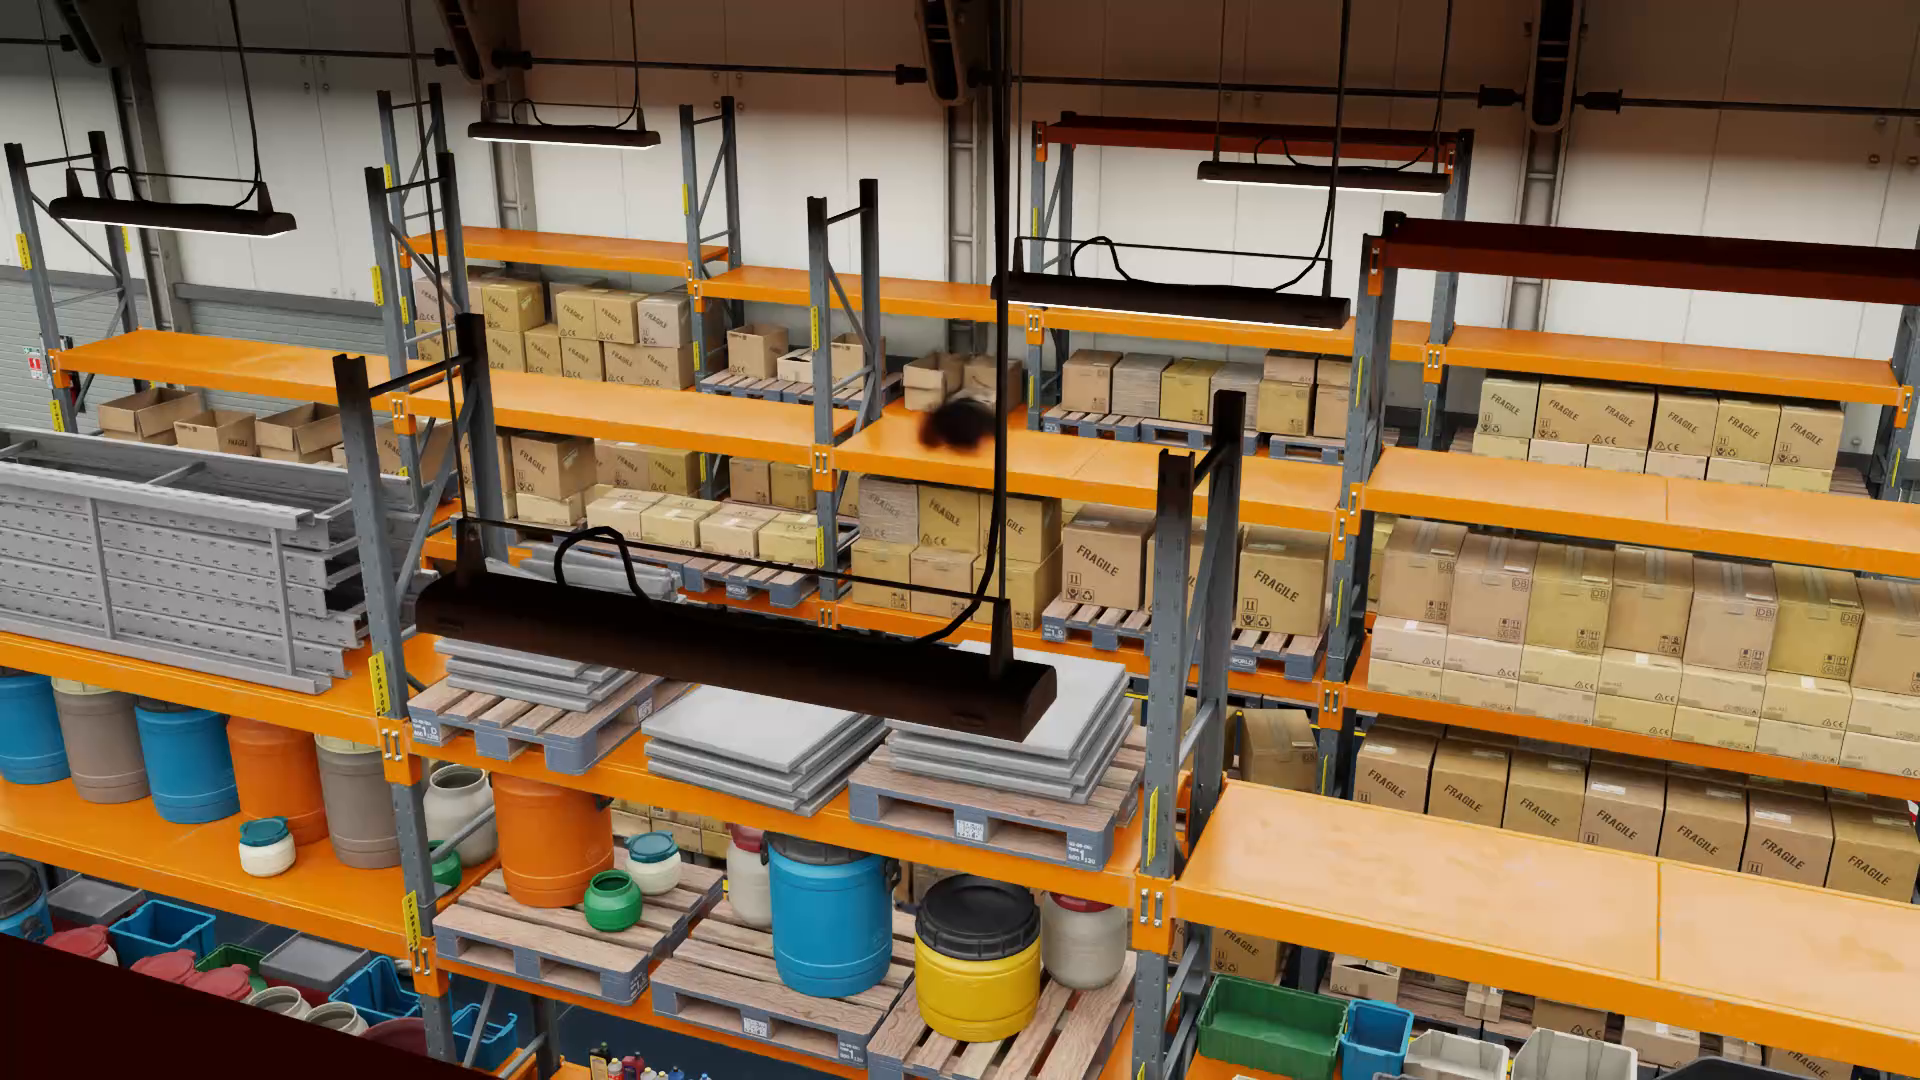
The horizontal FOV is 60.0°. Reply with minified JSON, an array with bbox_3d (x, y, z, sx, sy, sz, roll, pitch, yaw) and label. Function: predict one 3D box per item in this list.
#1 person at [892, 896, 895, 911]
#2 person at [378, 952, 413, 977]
[{"bbox_3d":[-0.622,2.883,12.520,1.023,1.737,0.704,3,21,8],"label":"person"},{"bbox_3d":[-4.778,2.693,13.124,1.008,1.529,0.704,13,24,31],"label":"person"}]
